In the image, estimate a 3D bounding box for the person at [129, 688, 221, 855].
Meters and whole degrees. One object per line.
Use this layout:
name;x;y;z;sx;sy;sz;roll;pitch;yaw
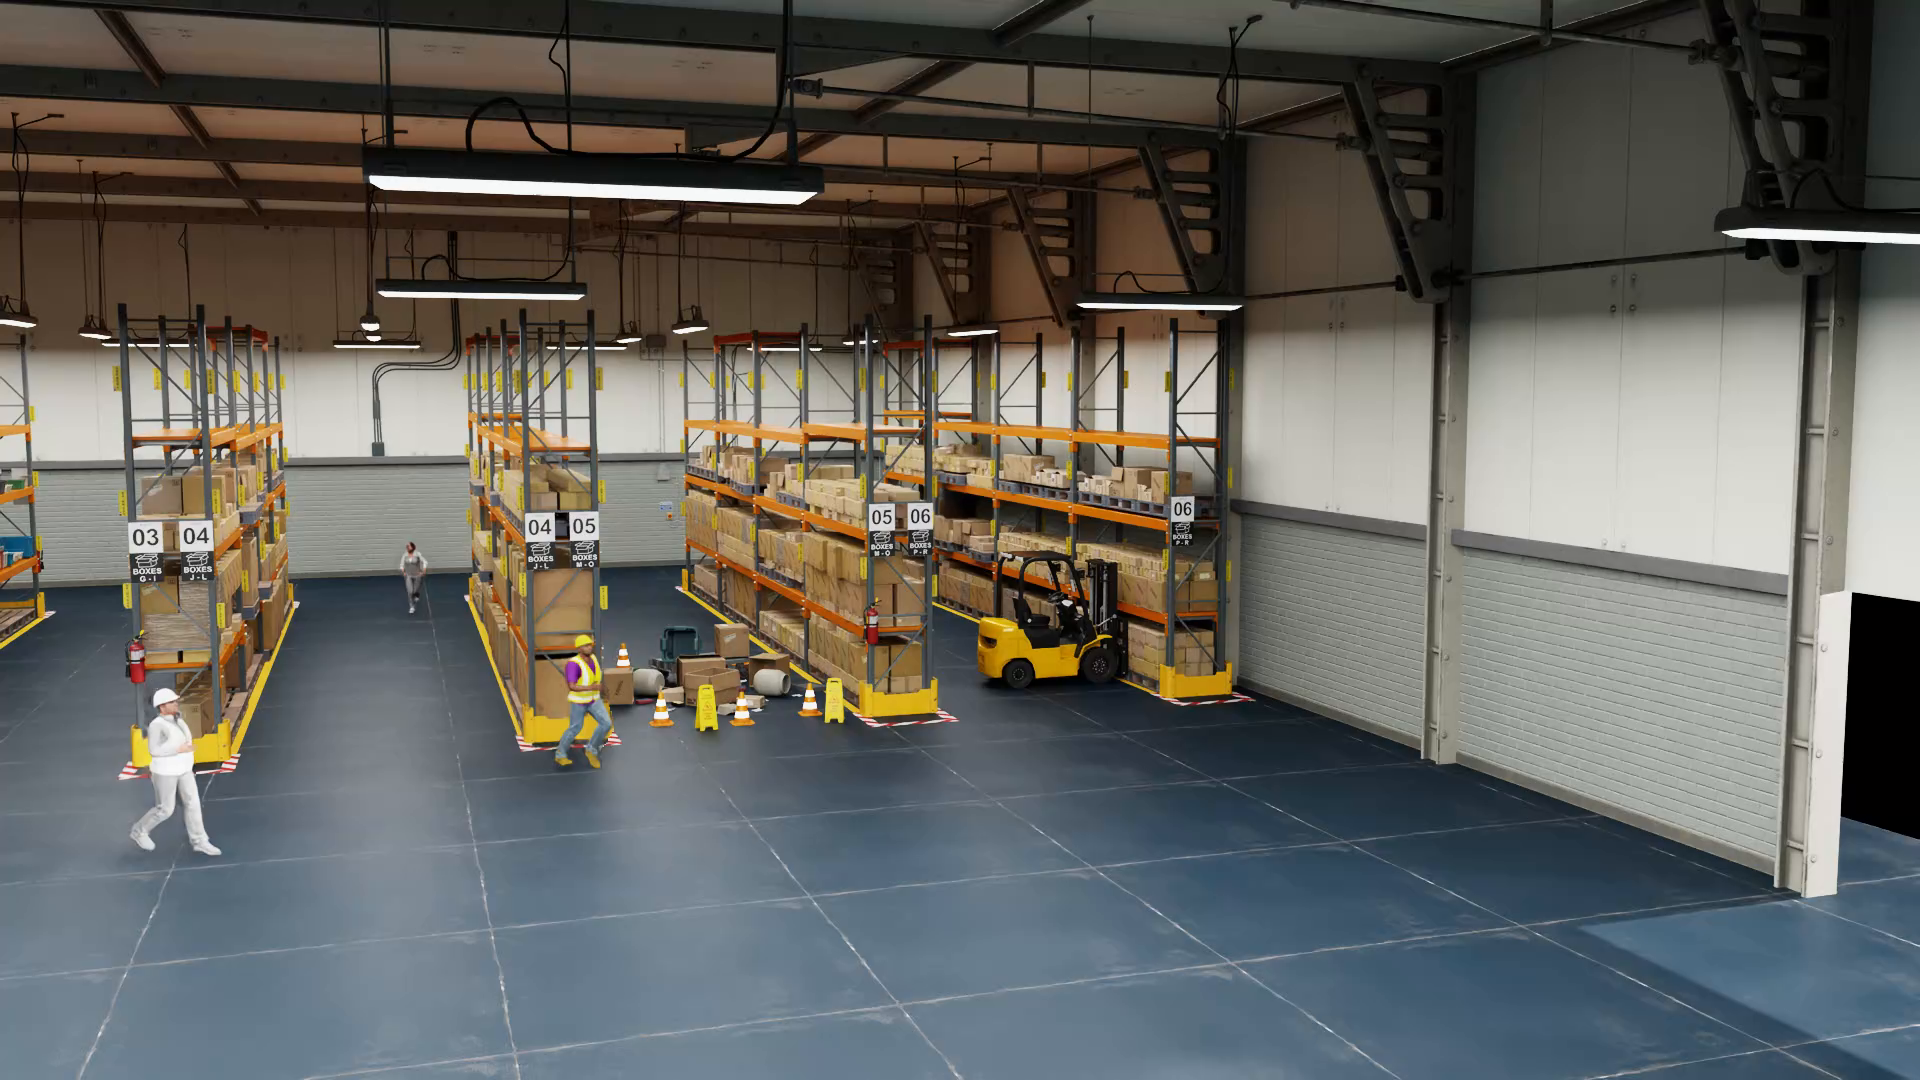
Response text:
person;-8.288;2.440;17.483;0.949;1.777;0.657;1;5;9

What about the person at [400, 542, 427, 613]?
person;-11.887;0.806;36.168;0.562;1.555;0.606;-1;5;-6

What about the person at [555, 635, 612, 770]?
person;-4.834;2.089;21.478;0.863;1.764;0.717;3;6;32
